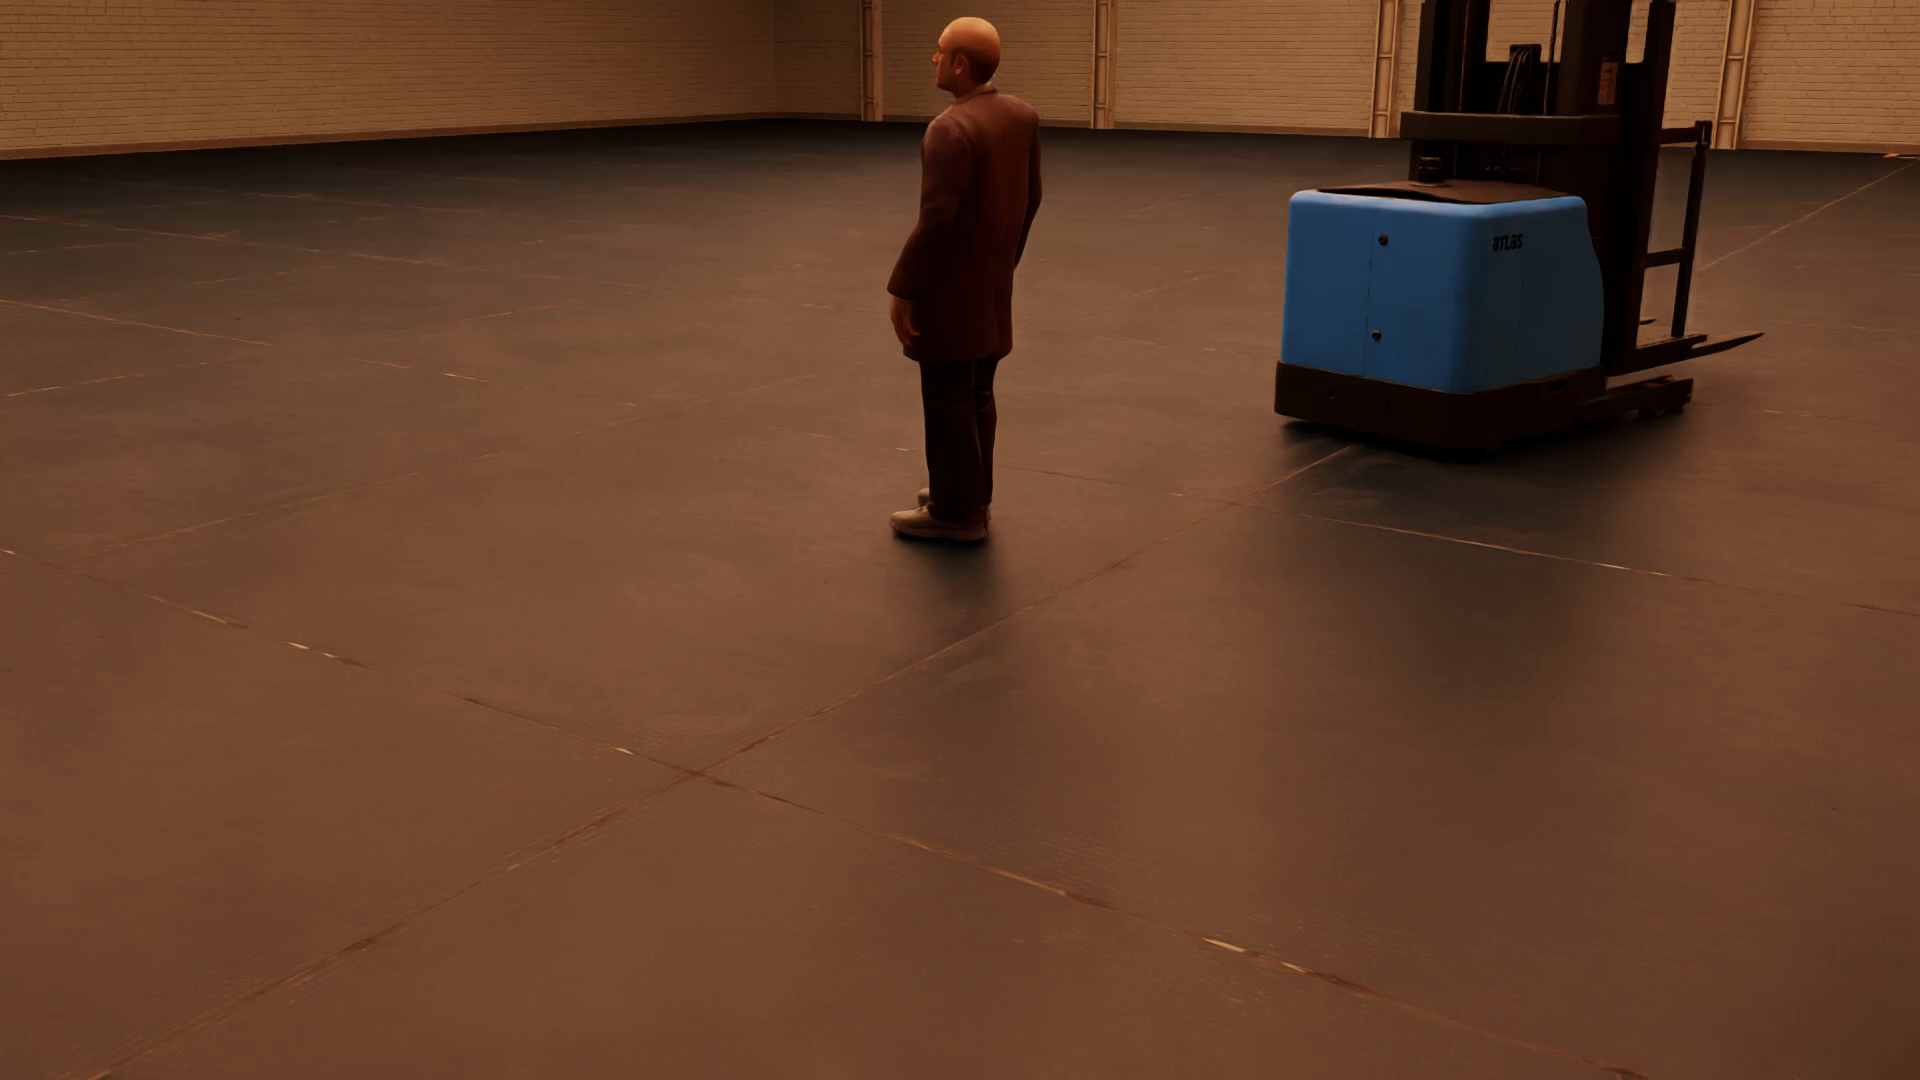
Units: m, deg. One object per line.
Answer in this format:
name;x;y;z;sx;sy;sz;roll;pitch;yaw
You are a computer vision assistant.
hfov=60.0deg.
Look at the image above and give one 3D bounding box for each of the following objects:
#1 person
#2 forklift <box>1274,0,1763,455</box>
person;-0.072;-0.874;5.745;0.582;1.775;0.696;11;20;33
forklift;2.908;-2.092;7.829;3.031;2.935;1.130;-13;21;-38
